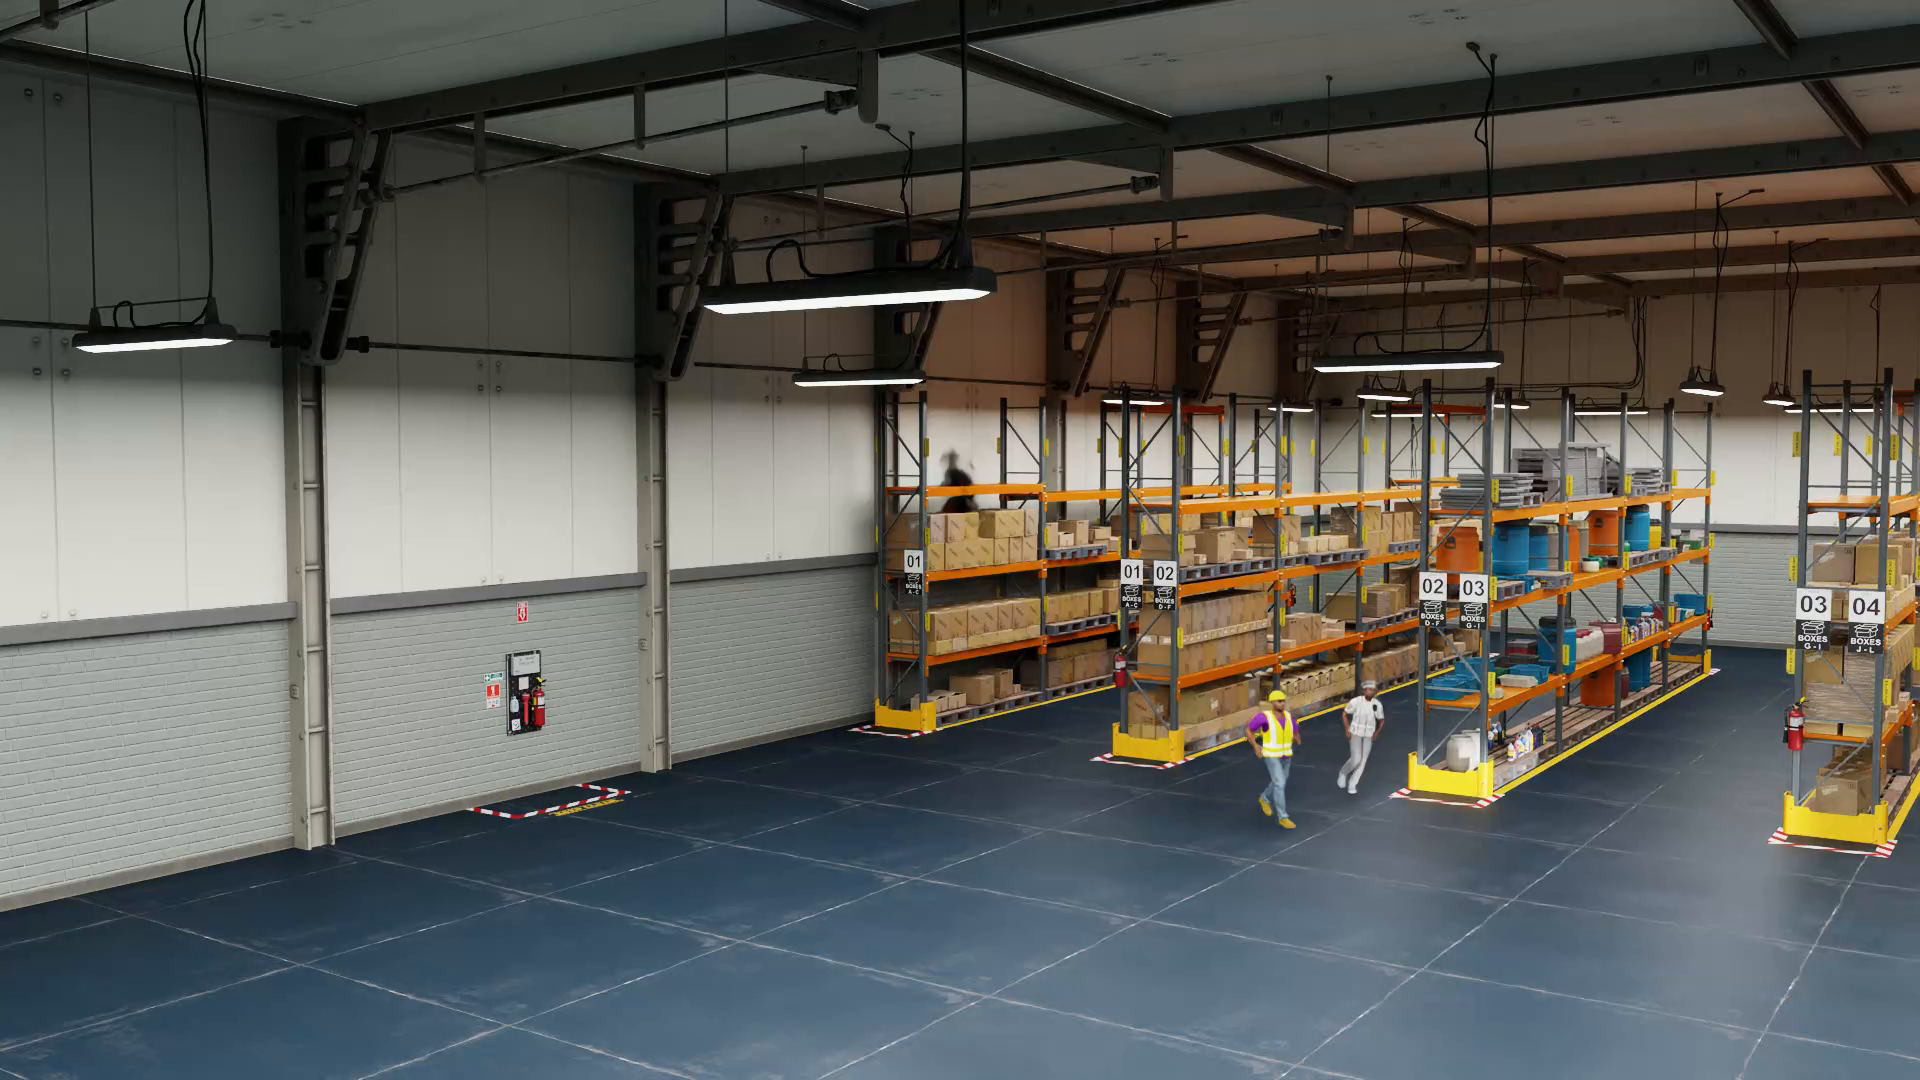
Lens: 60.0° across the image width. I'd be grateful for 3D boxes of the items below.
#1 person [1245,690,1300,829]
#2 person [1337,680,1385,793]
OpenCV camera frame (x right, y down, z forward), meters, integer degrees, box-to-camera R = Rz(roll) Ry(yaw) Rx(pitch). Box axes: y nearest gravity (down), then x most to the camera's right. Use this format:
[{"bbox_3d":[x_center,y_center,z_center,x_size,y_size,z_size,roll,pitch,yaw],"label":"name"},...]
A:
[{"bbox_3d":[4.203,2.871,22.080,0.711,1.761,0.918,-2,4,-26],"label":"person"},{"bbox_3d":[5.850,2.846,24.146,0.638,1.640,0.517,0,3,-3],"label":"person"}]
